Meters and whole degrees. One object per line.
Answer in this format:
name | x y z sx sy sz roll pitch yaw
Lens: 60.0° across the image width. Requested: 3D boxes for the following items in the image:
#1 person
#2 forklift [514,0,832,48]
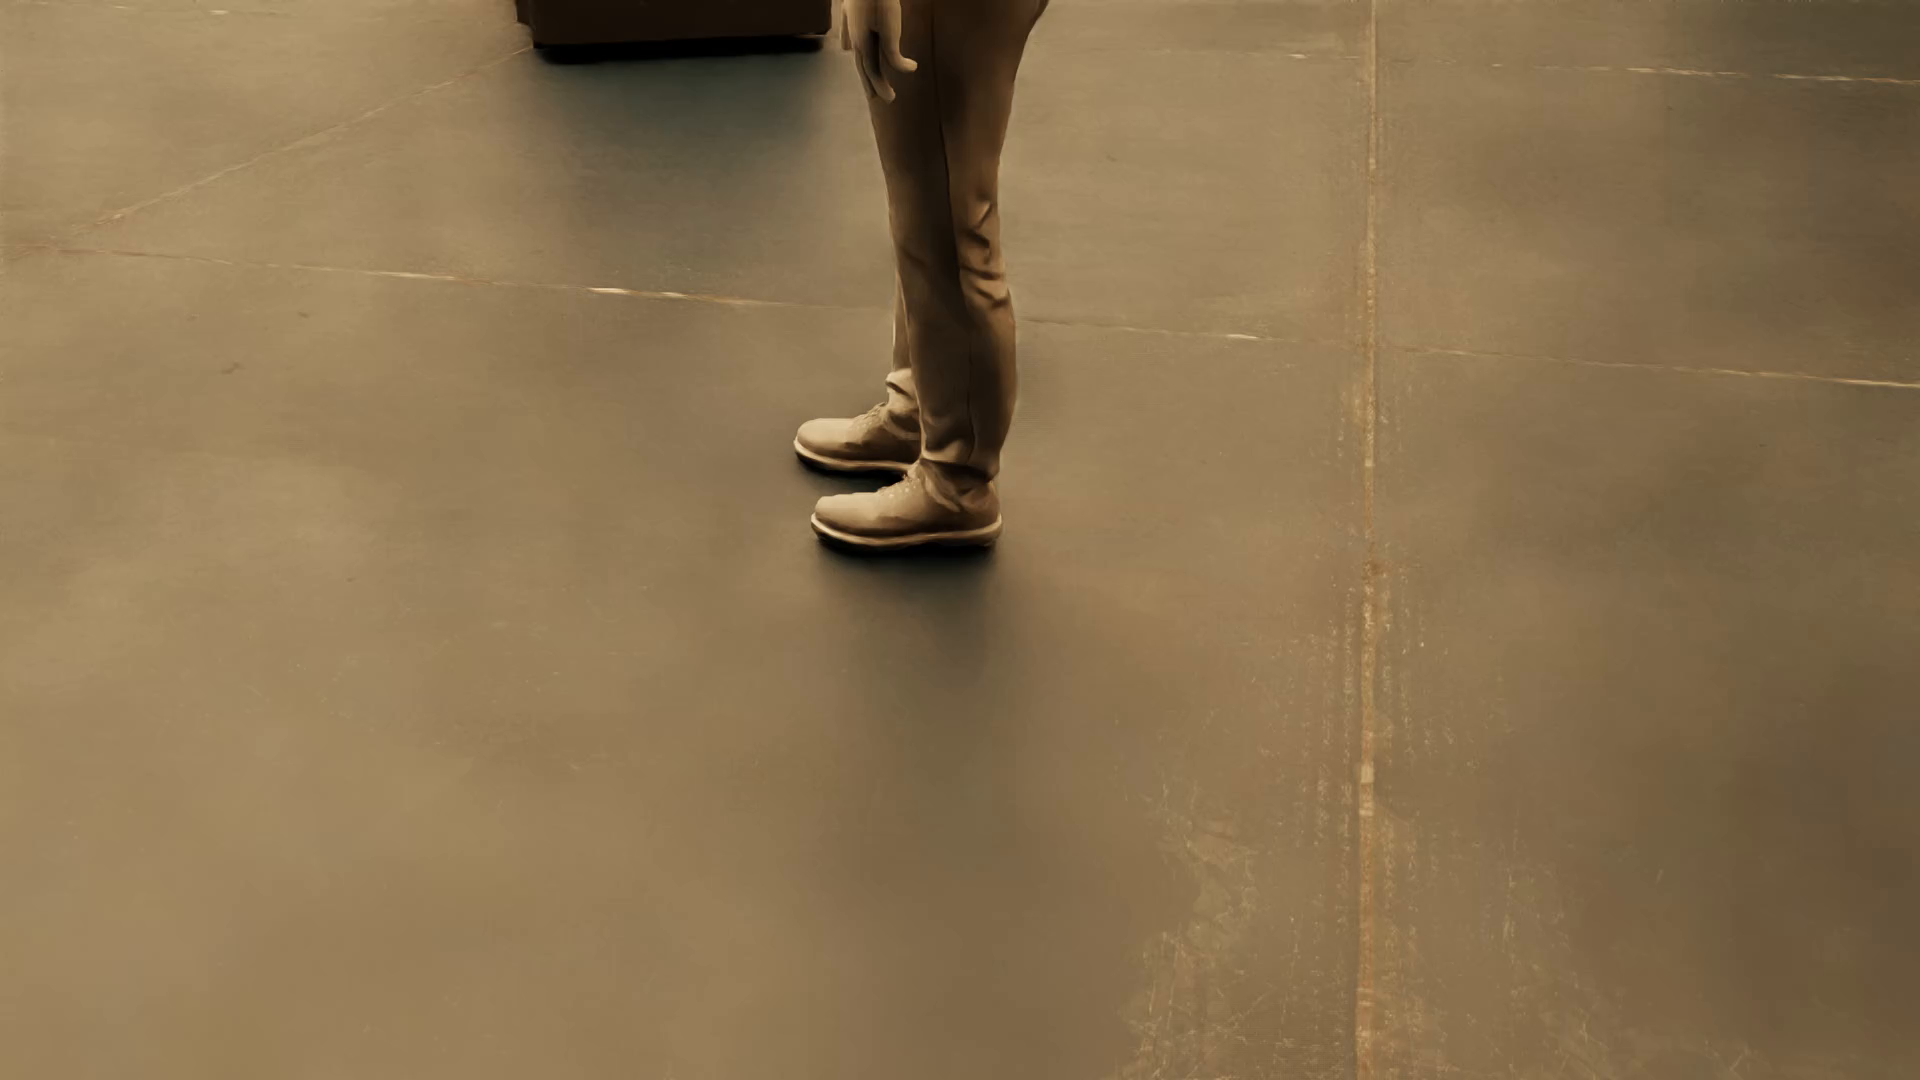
person | -0.074 -0.773 2.137 0.514 1.692 0.586 6 27 11
forklift | -1.352 -3.654 6.490 1.130 2.935 3.031 -7 28 -14
